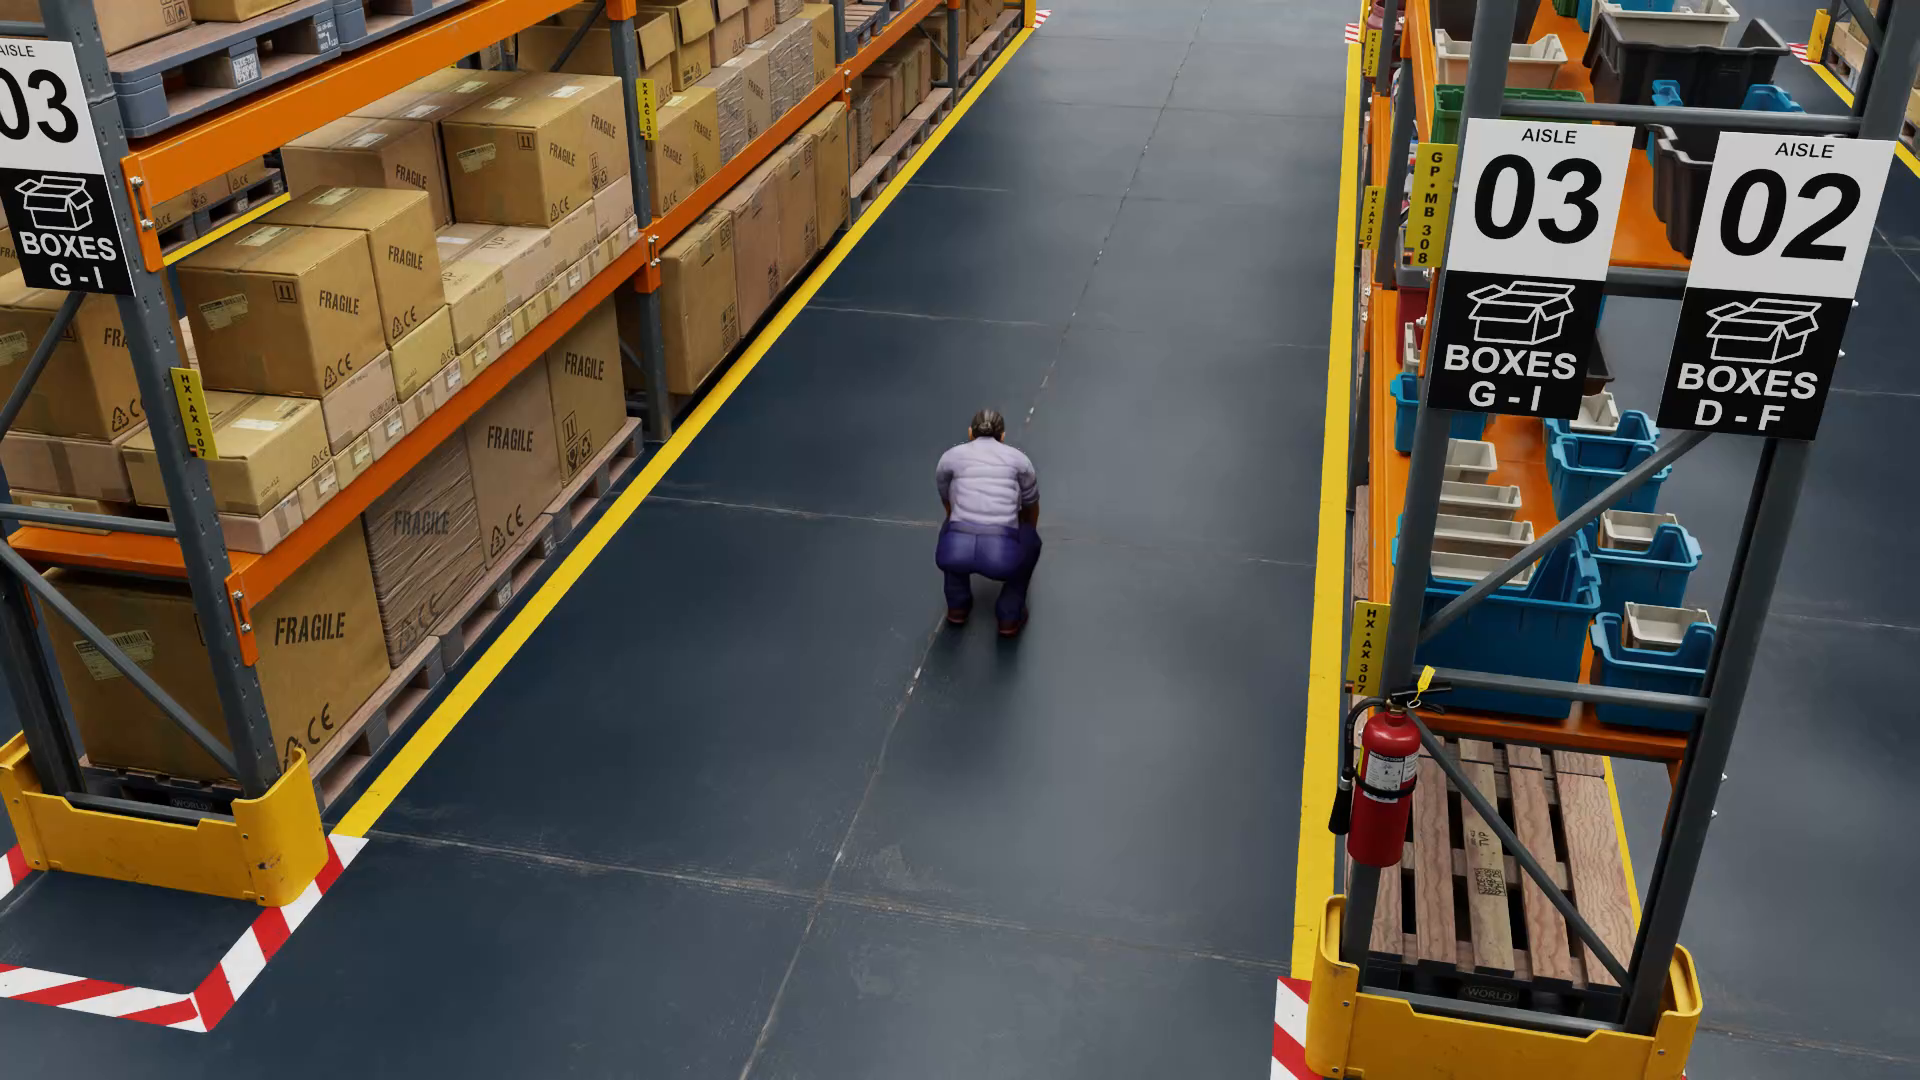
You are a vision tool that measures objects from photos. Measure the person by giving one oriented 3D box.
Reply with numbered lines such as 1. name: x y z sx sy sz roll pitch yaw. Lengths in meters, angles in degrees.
1. person: 0.122 -0.077 8.005 0.526 0.953 0.829 6 30 10
